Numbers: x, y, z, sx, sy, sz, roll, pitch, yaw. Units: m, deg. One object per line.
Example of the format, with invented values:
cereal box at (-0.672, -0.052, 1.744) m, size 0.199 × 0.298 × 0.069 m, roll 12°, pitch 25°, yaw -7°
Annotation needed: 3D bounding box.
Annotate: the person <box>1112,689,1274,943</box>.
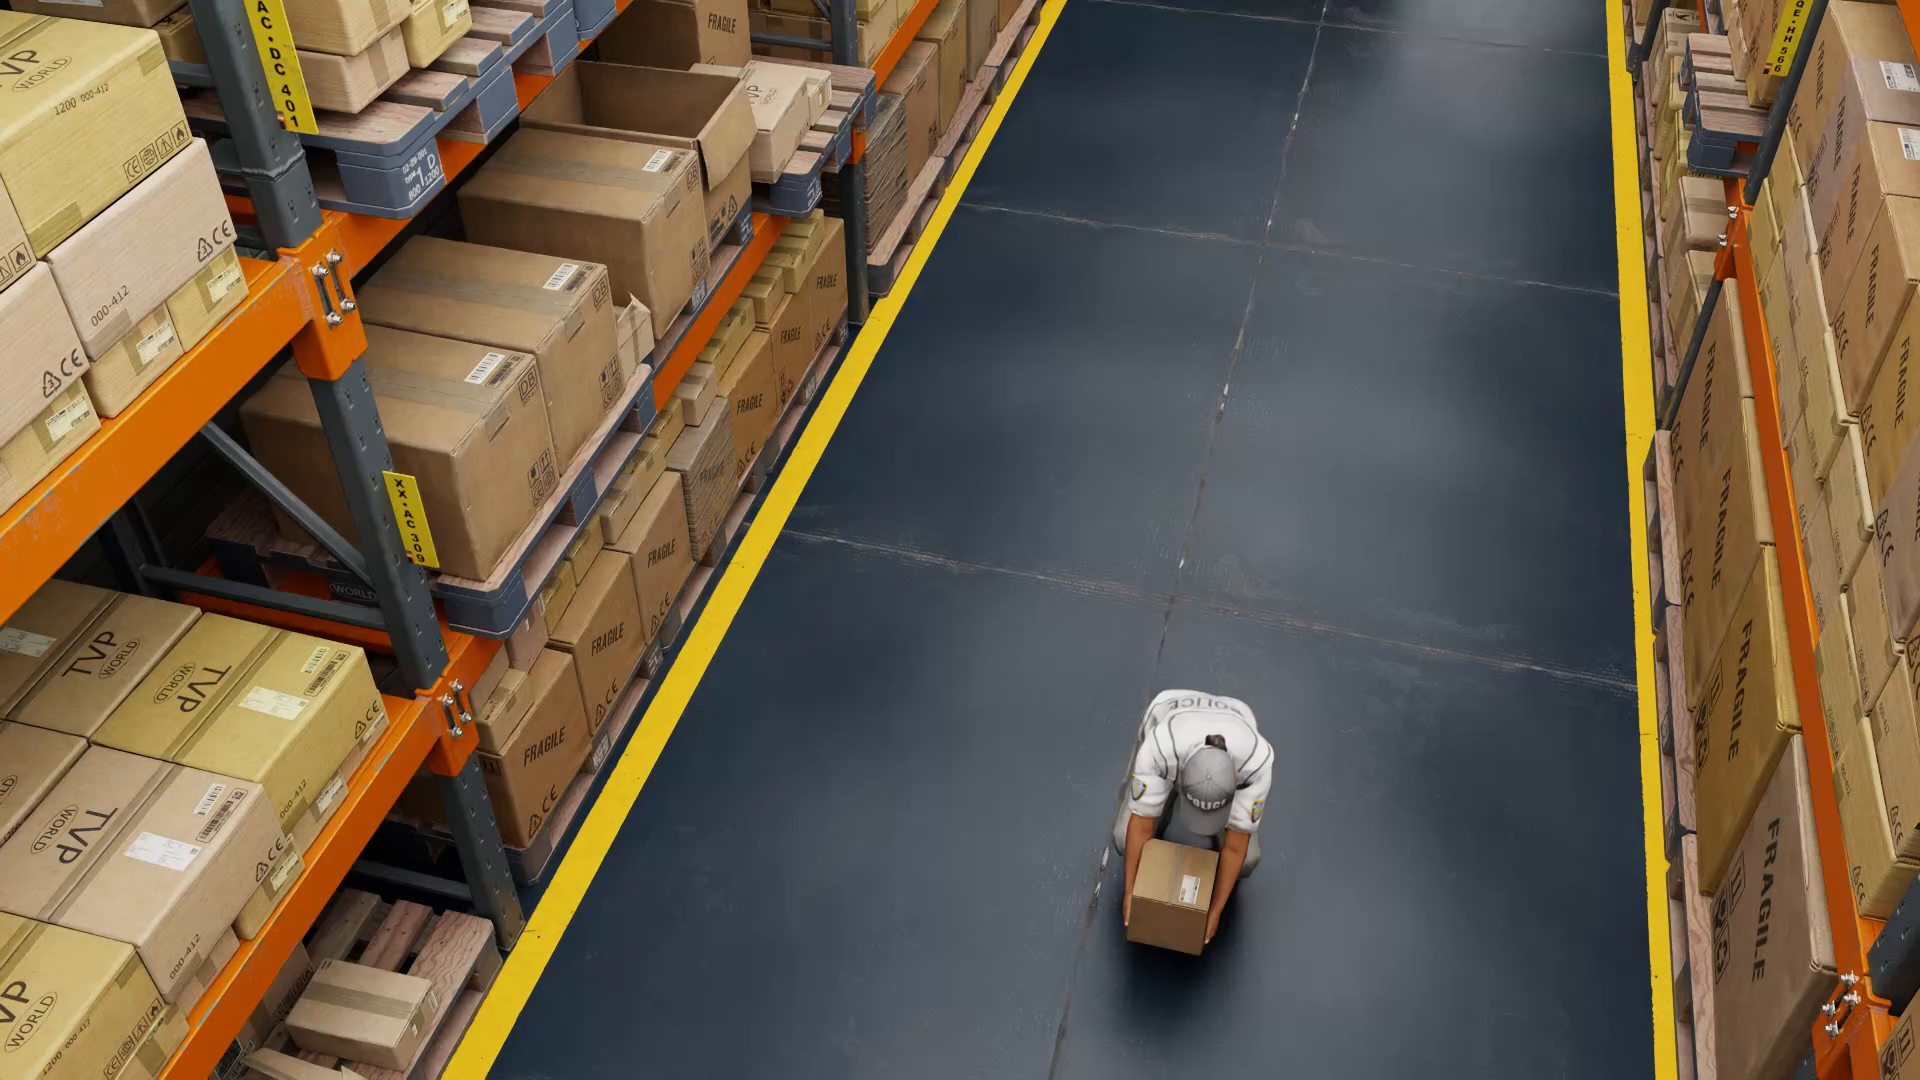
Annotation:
person at (0.807, 0.867, 5.725) m, size 0.517 × 0.948 × 0.874 m, roll 9°, pitch 42°, yaw 10°
